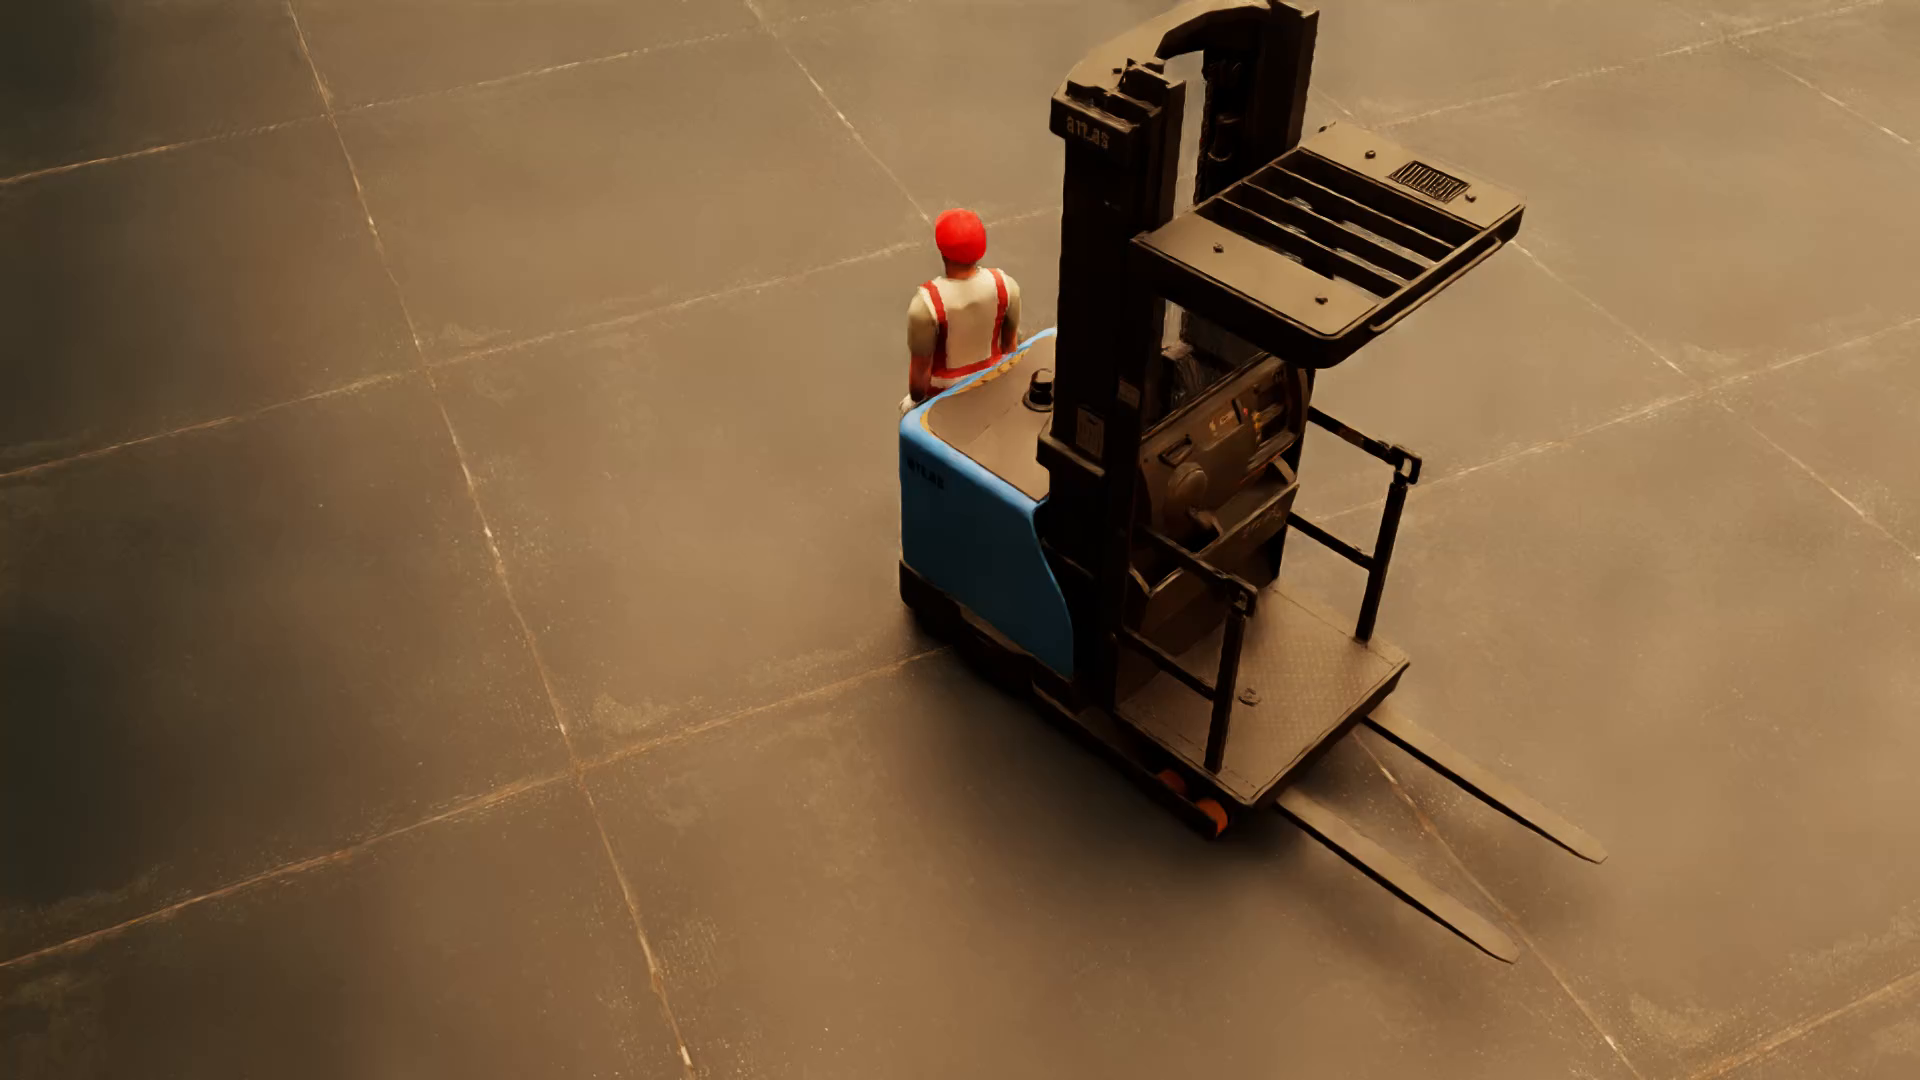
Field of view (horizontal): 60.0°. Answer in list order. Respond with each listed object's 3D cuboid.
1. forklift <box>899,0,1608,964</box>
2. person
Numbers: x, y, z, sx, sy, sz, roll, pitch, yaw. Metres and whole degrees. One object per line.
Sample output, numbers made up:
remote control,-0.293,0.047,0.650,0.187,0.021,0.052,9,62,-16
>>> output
forklift,1.128,-0.300,6.001,1.130,2.935,3.031,-34,53,-31
person,-0.036,-0.706,7.272,0.540,1.794,0.484,-18,46,-18
